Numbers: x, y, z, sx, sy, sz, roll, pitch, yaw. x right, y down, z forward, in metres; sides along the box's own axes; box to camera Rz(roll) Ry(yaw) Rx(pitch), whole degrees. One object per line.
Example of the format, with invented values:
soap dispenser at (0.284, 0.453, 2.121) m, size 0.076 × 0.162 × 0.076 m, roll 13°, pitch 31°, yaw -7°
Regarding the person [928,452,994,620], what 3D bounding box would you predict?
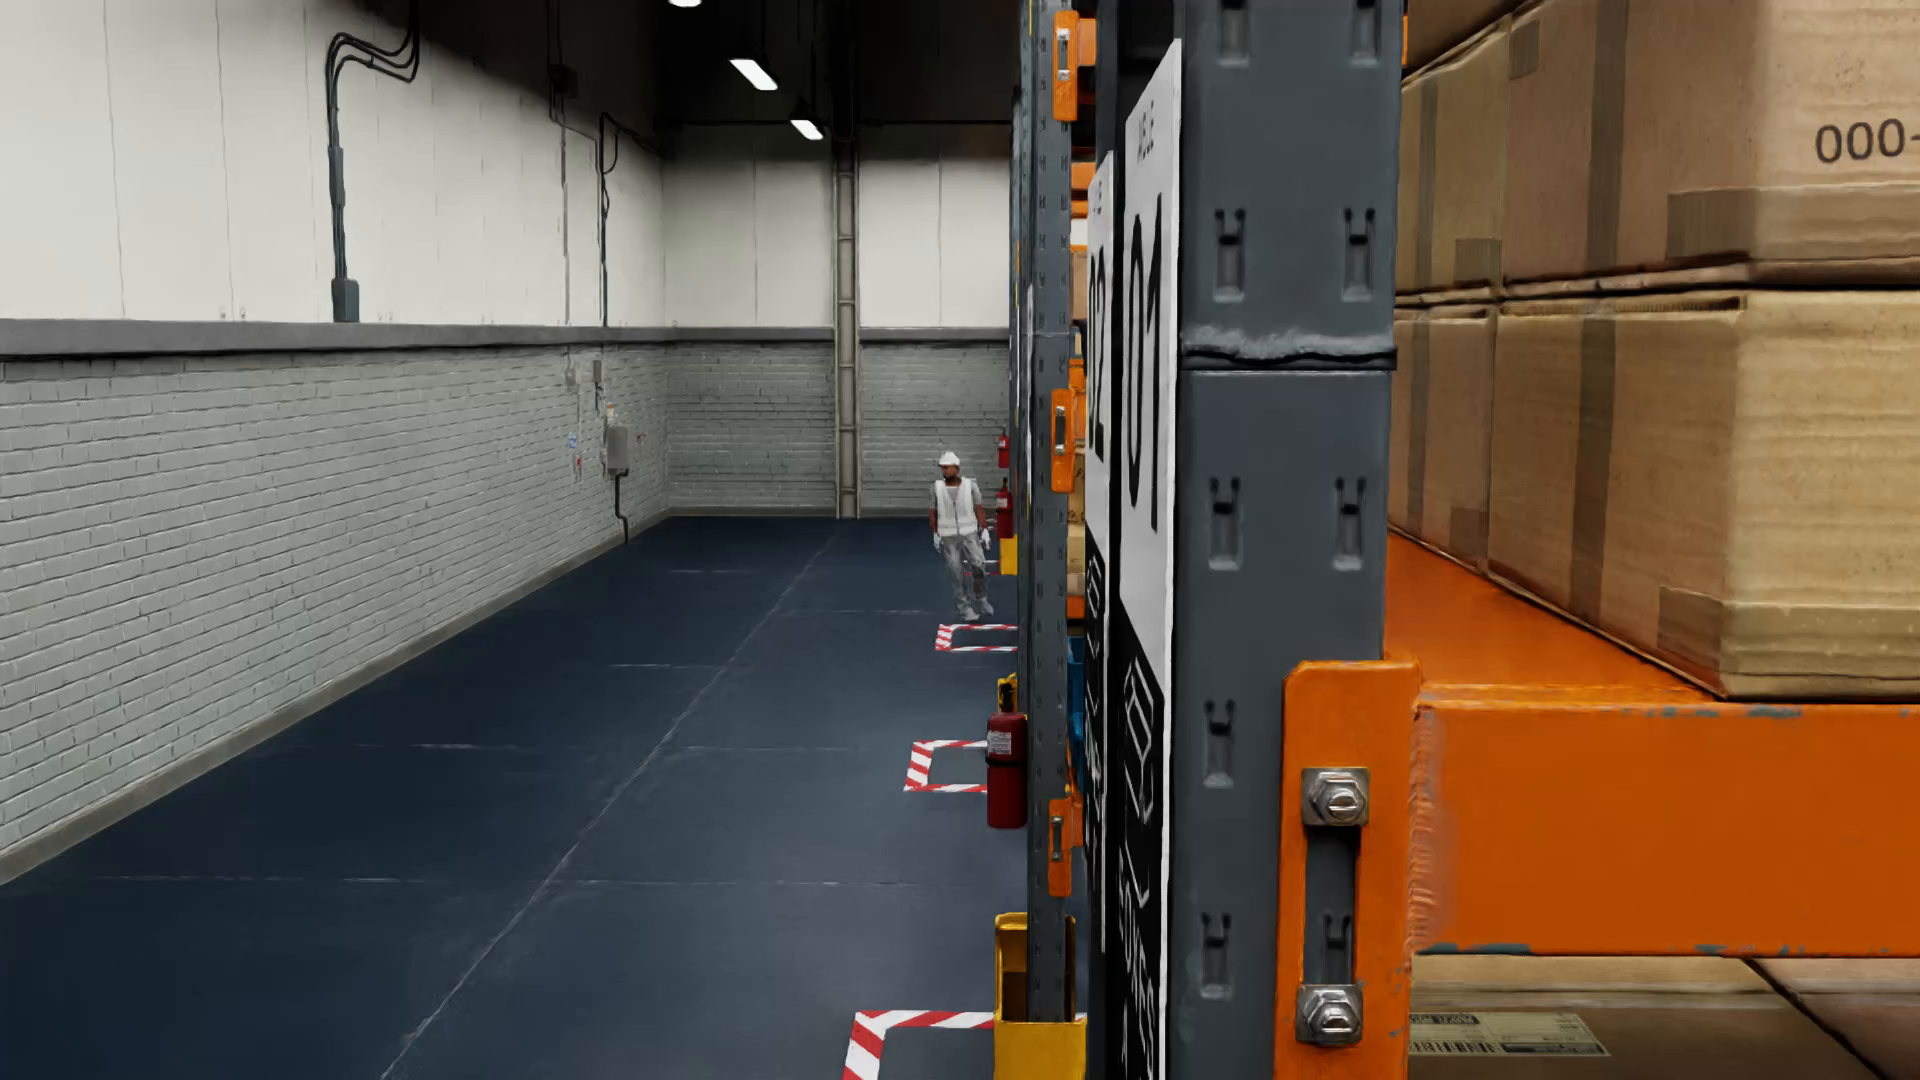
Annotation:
person at (0.018, -0.037, 17.551) m, size 0.690 × 1.772 × 0.439 m, roll 0°, pitch 7°, yaw -4°
